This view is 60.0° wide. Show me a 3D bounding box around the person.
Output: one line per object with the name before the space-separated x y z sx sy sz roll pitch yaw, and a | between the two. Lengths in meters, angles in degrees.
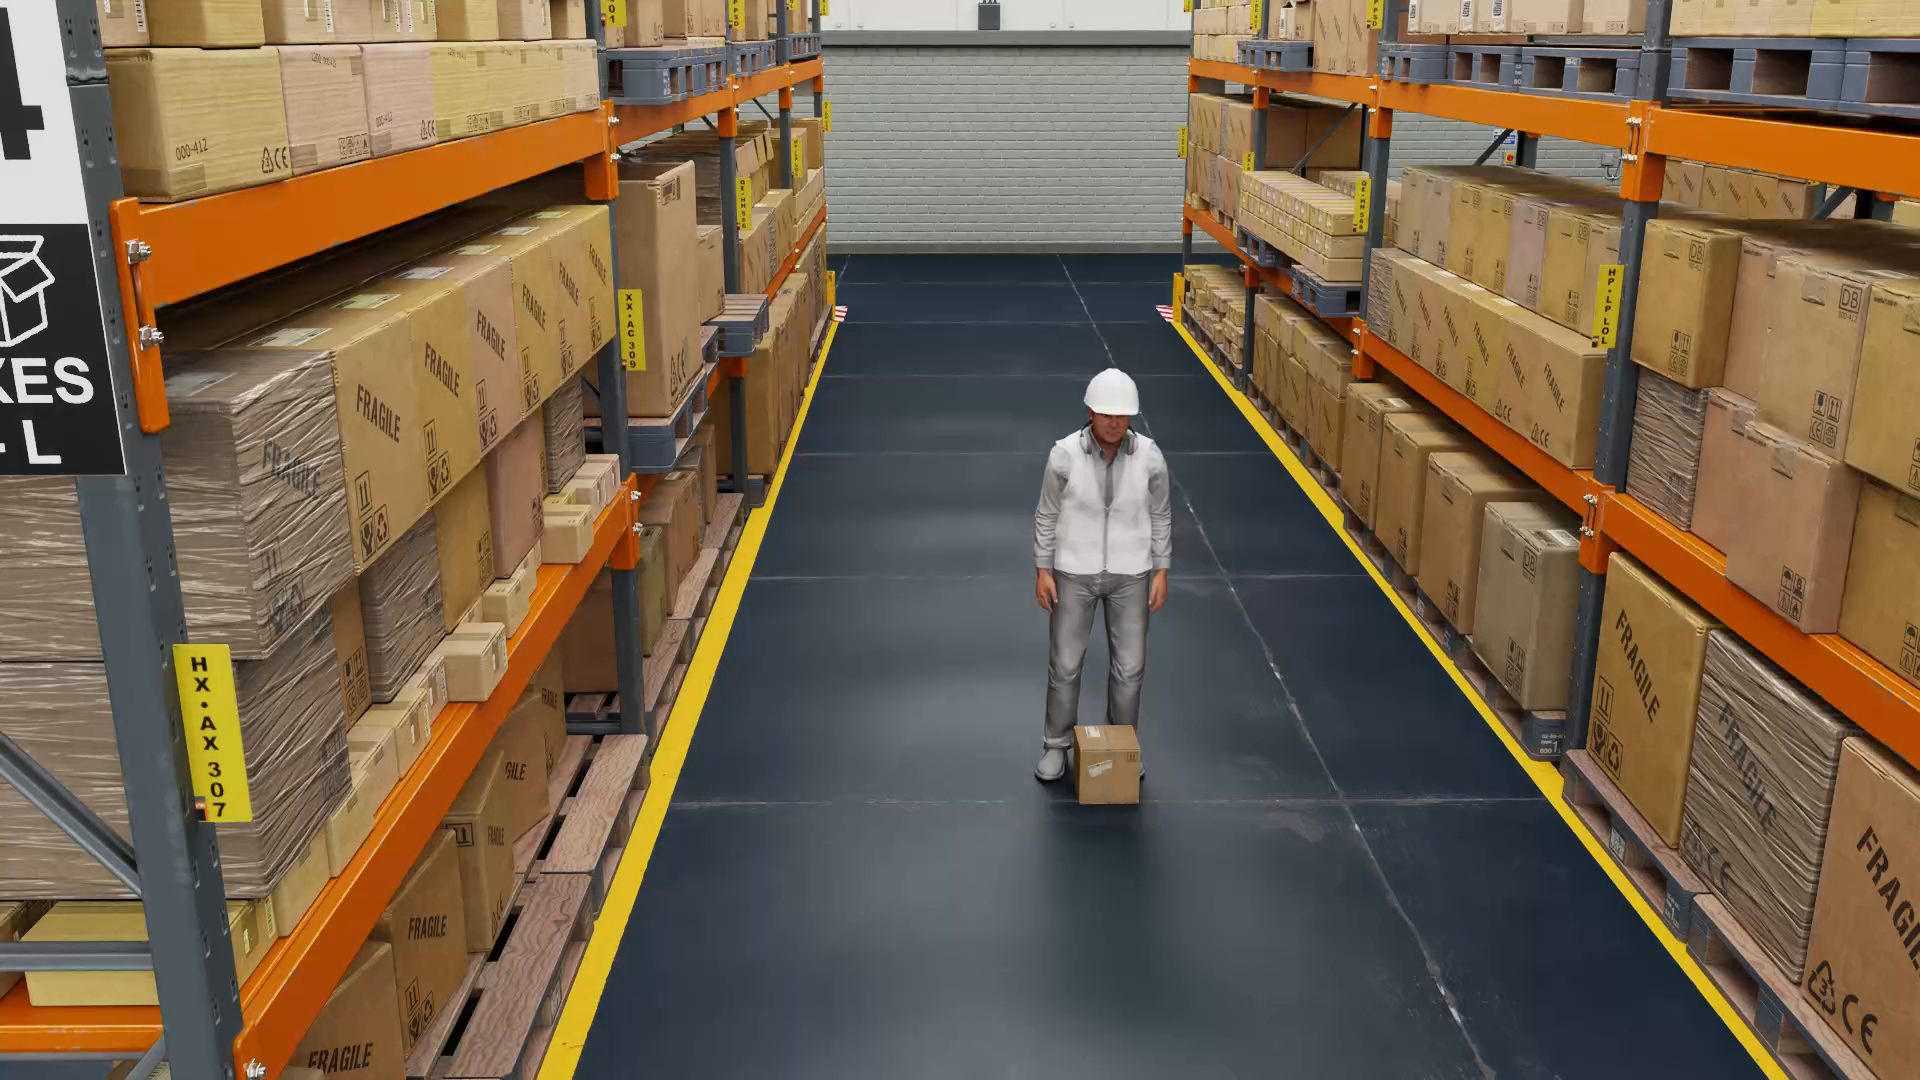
person | 0.600 0.142 7.031 0.580 1.772 0.460 0 17 -1
